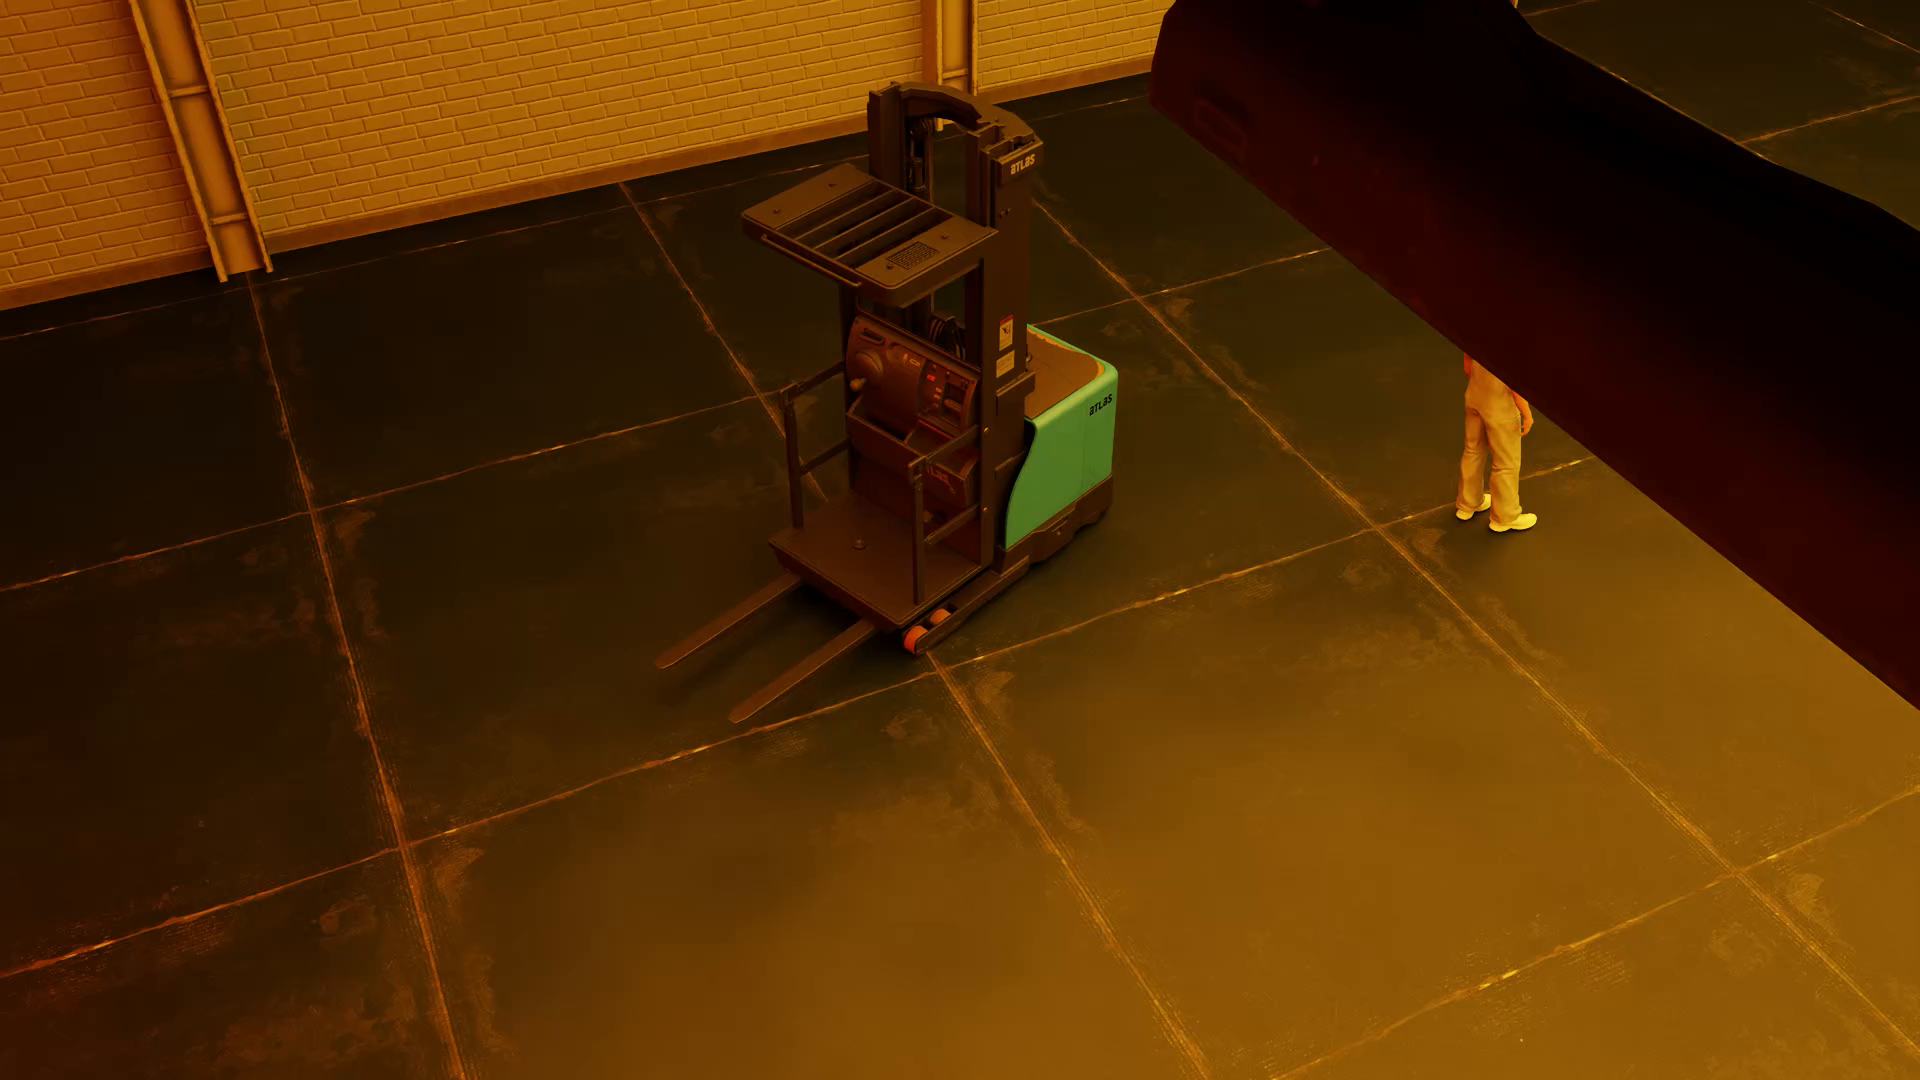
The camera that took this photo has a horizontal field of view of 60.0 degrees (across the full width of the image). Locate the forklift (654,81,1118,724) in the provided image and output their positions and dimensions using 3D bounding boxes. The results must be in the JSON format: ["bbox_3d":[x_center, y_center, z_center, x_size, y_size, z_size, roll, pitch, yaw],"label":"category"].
[{"bbox_3d":[-0.413,-0.839,9.021,1.130,2.935,3.031,31,49,31],"label":"forklift"}]

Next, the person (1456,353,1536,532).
[{"bbox_3d":[3.252,-0.815,9.961,0.548,1.673,0.550,-17,43,-20],"label":"person"}]
